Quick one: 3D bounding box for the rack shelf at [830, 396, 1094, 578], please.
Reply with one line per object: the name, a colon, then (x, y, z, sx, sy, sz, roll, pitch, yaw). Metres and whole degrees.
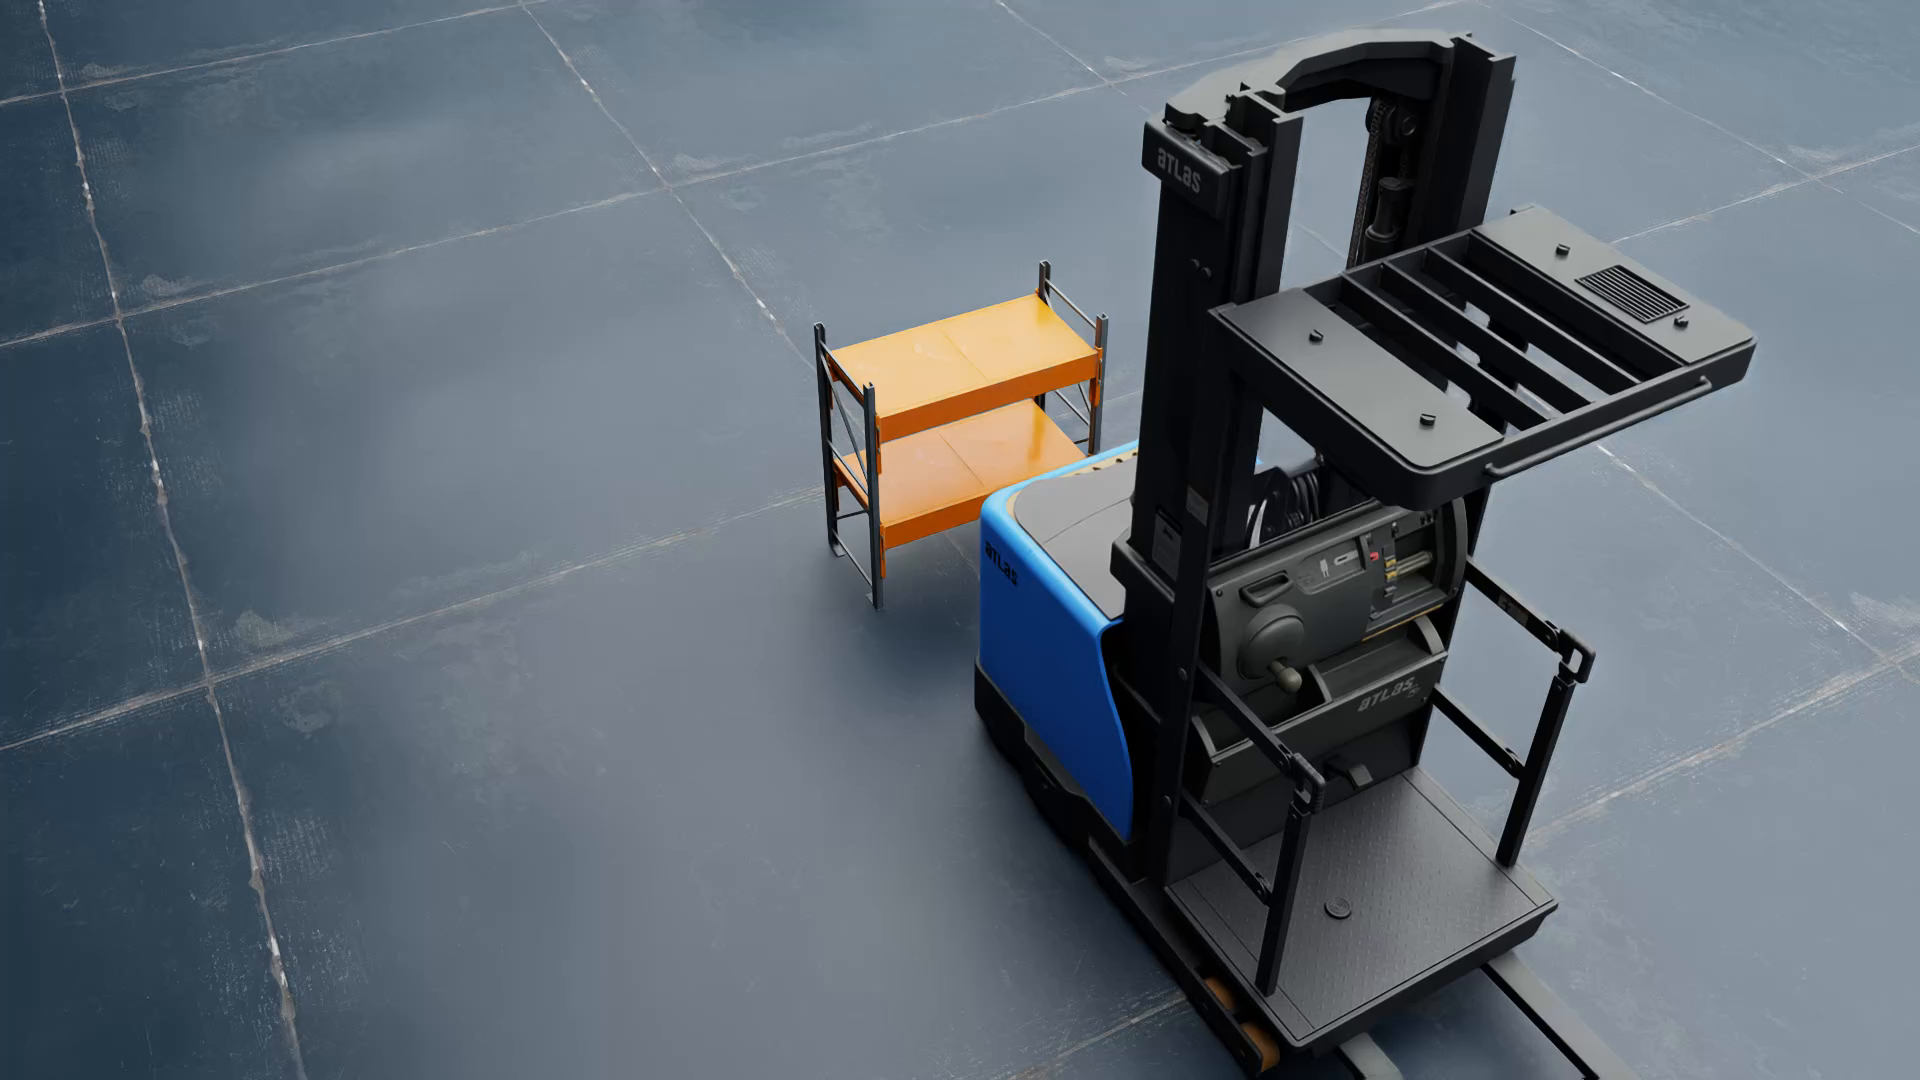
rack shelf: (0.006, -0.245, 7.047, 1.000, 0.278, 0.538, -19, 44, -21)

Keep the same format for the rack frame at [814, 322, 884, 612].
rack frame: (-0.445, -0.280, 6.710, 0.032, 1.125, 0.500, -19, 44, -21)

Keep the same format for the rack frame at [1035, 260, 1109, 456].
rack frame: (0.457, -0.583, 7.068, 0.032, 1.125, 0.500, -19, 44, -21)

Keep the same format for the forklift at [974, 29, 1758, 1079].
forklift: (1.225, 0.219, 4.723, 1.130, 2.935, 3.031, -20, 44, -22)

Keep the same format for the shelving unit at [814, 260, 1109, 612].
shelving unit: (0.006, -0.431, 6.889, 1.048, 1.125, 0.538, -19, 44, -21)

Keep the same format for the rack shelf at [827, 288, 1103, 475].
rack shelf: (0.006, -0.655, 6.700, 1.000, 0.278, 0.538, -19, 44, -21)
